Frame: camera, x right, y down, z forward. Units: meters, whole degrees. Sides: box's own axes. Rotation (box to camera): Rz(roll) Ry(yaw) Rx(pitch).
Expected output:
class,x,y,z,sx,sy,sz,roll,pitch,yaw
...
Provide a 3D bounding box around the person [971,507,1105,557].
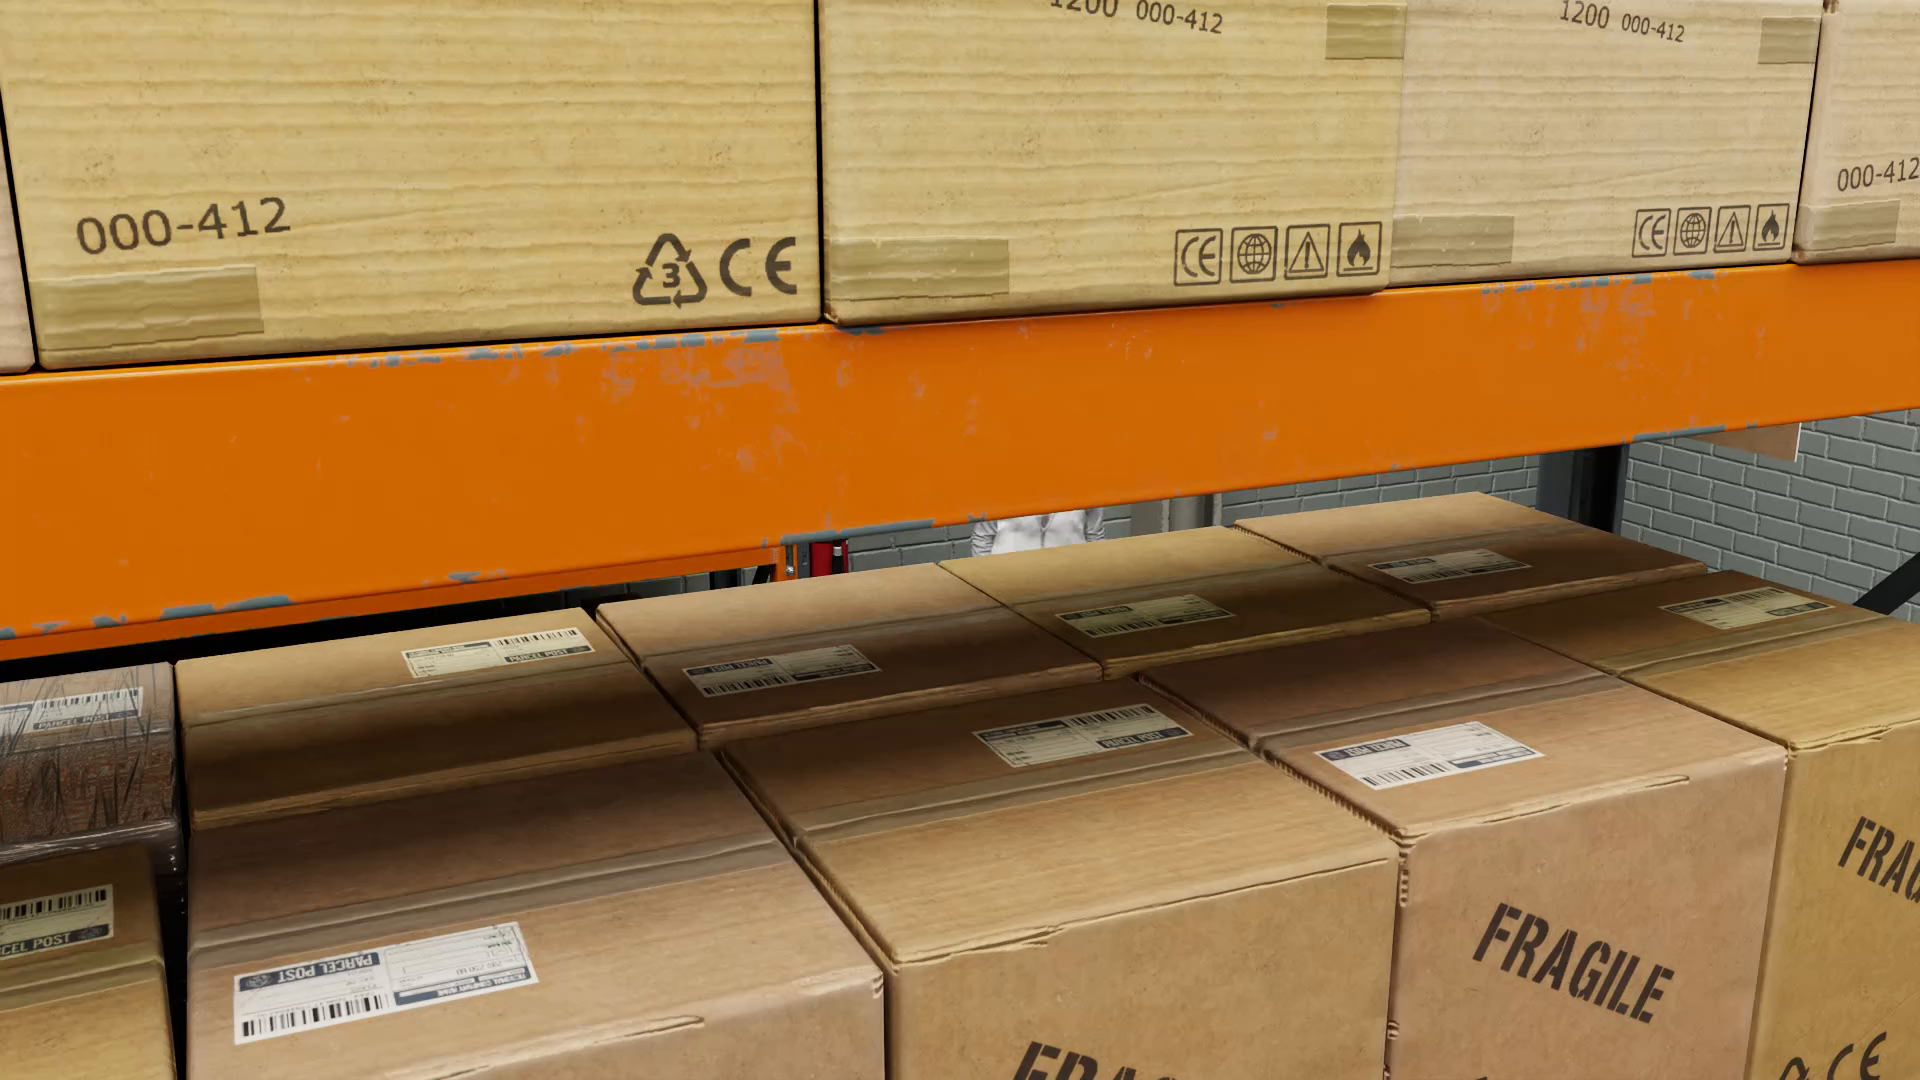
class,x,y,z,sx,sy,sz,roll,pitch,yaw
person,0.334,0.232,7.108,0.580,1.771,0.462,-1,15,-5
